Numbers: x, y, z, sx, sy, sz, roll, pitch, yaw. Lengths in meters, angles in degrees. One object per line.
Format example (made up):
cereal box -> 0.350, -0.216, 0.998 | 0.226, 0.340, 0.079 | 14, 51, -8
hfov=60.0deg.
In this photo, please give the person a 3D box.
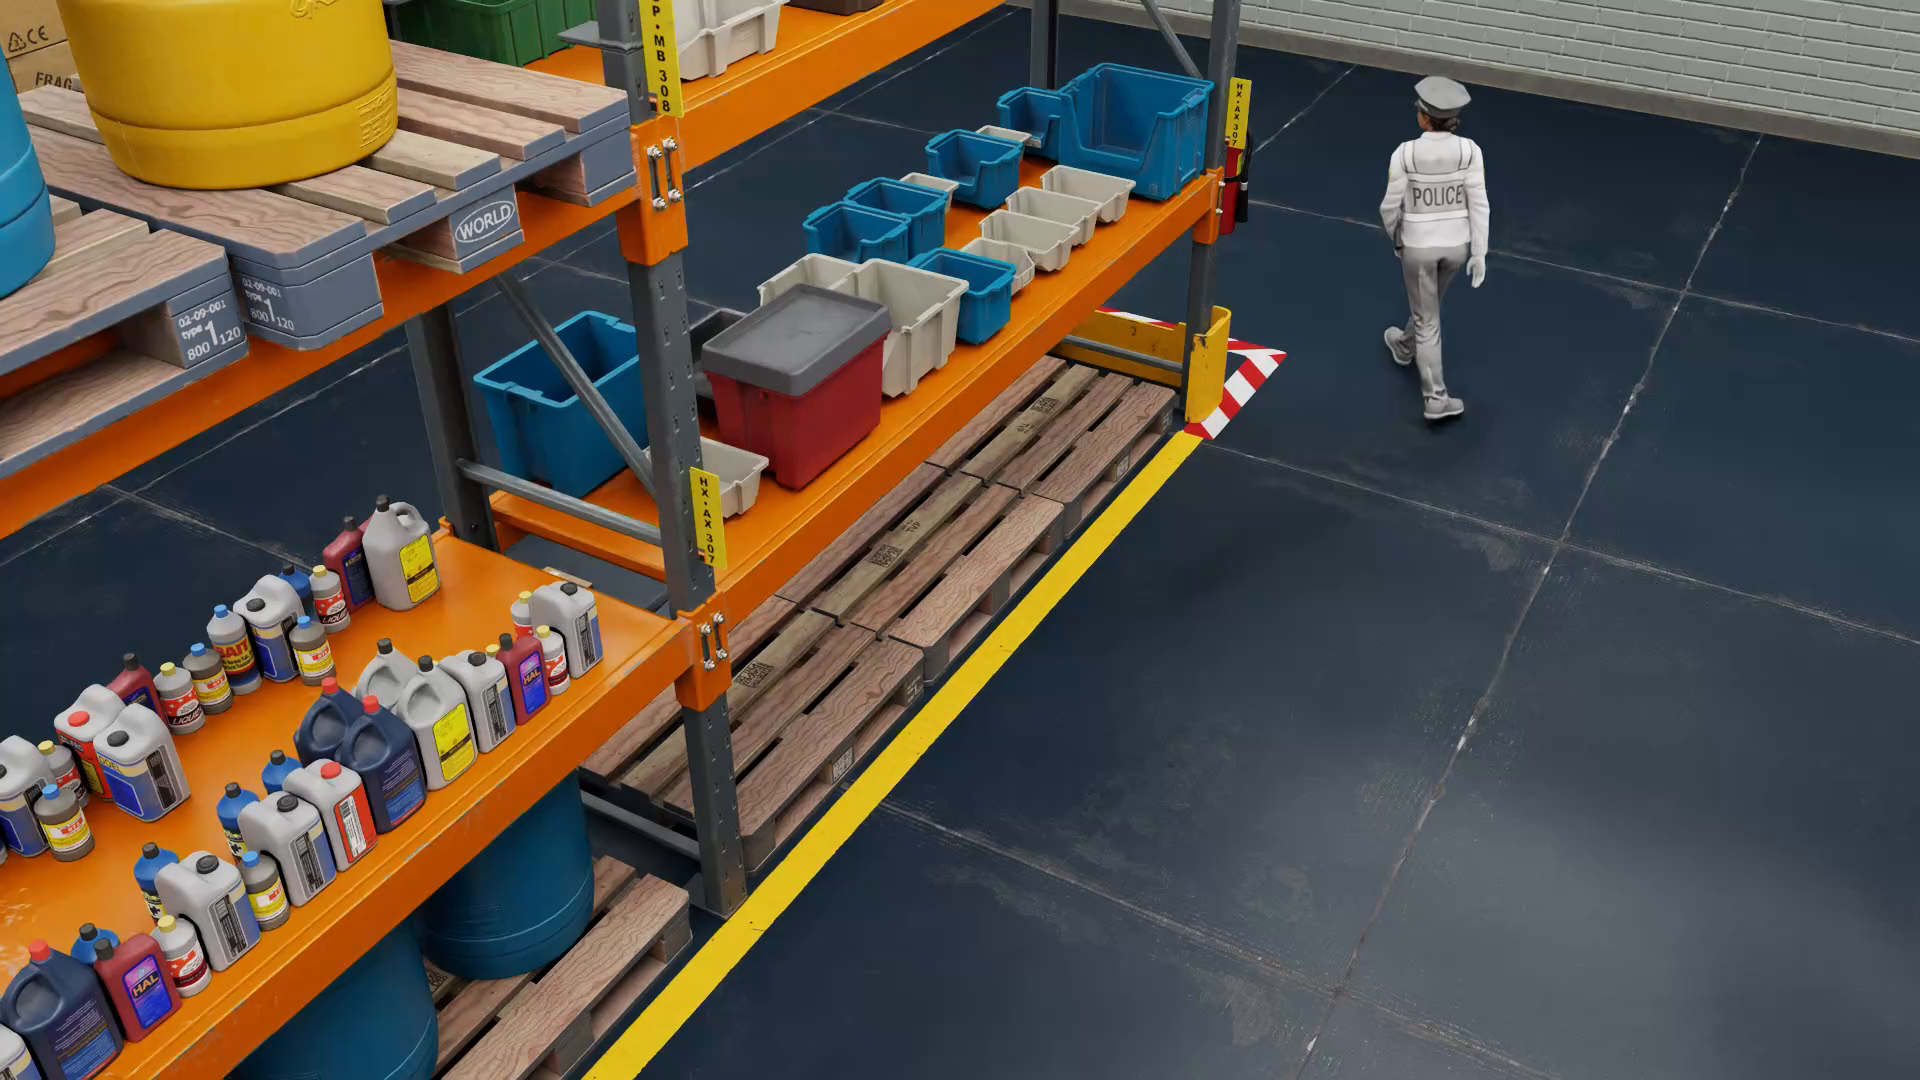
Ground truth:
person -> 2.324, -1.496, 8.327 | 0.502, 1.618, 0.904 | -1, 34, -2
